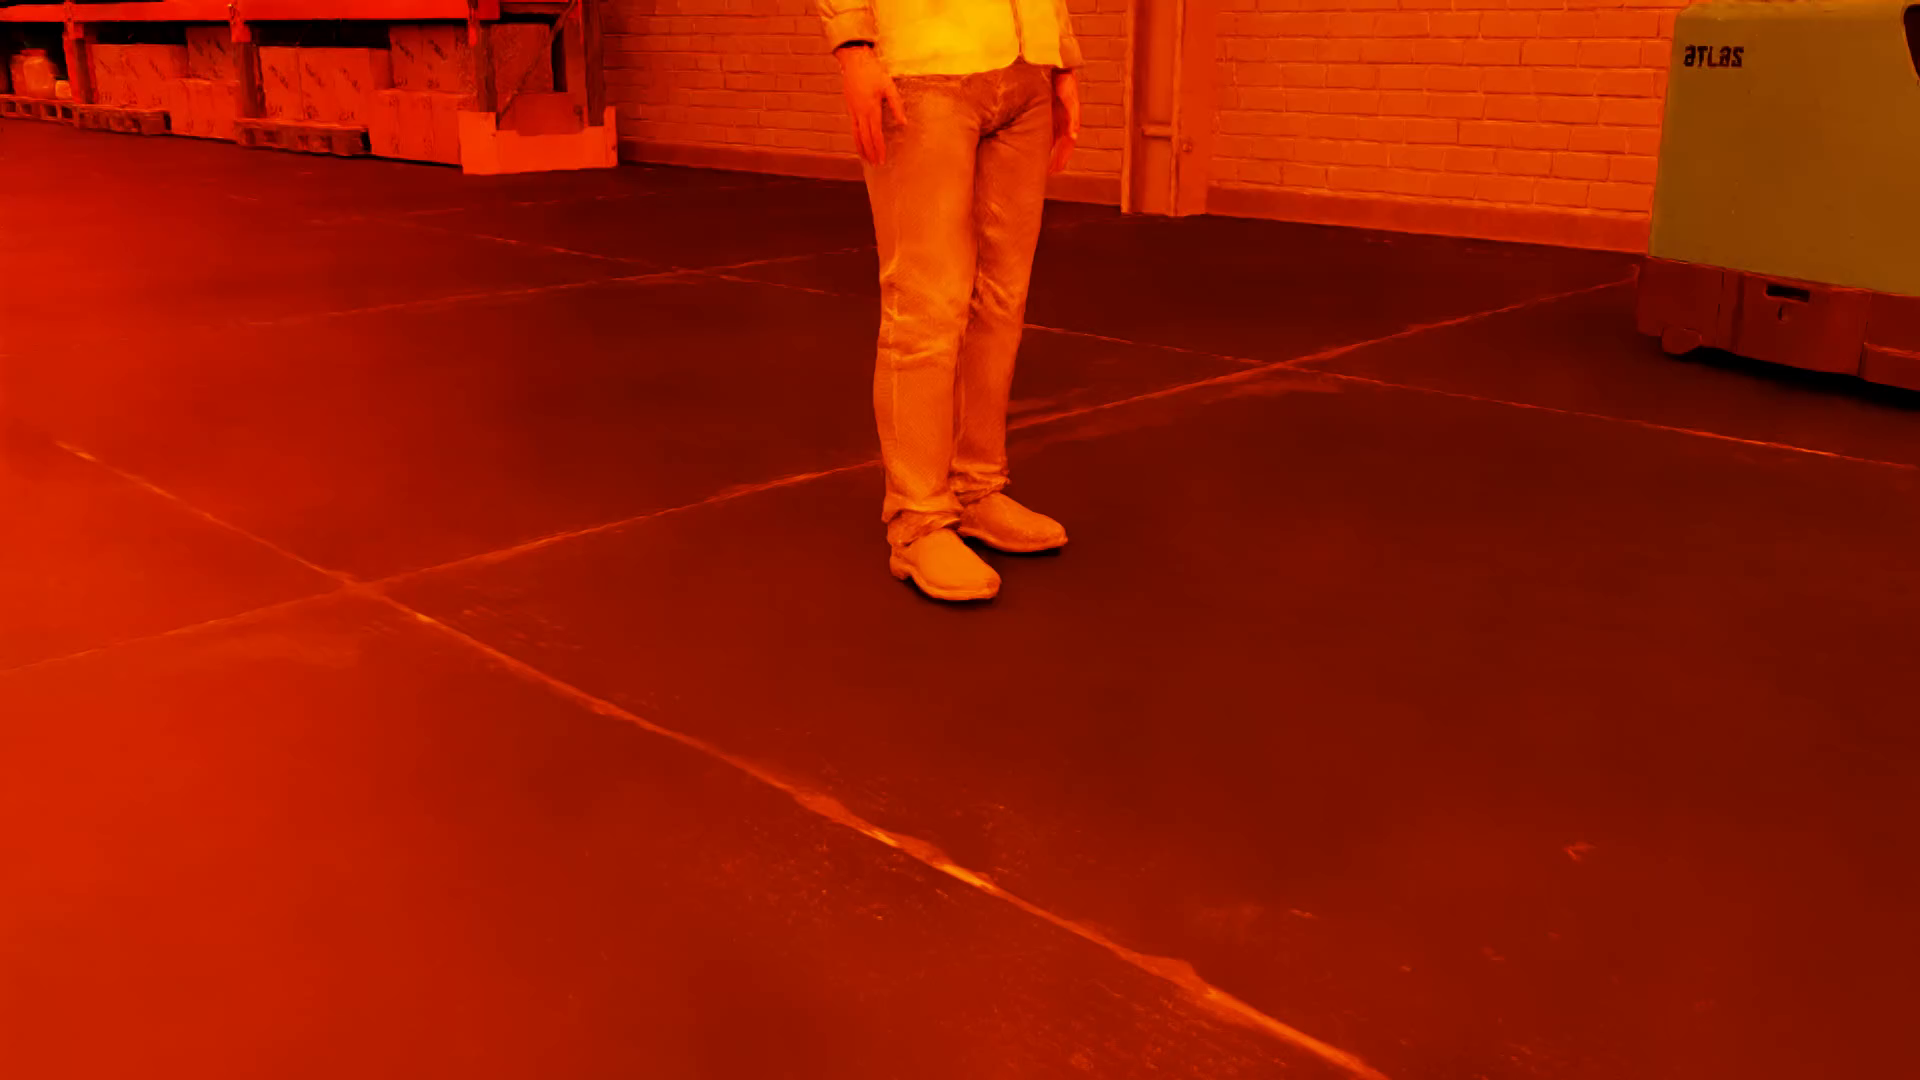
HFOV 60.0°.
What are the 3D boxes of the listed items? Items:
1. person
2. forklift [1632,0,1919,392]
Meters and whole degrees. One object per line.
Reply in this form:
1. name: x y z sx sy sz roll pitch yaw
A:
1. person: 0.039 -0.840 3.084 0.567 1.773 0.632 16 23 42
2. forklift: 3.246 -1.679 3.865 1.130 2.935 3.031 -8 19 -24
